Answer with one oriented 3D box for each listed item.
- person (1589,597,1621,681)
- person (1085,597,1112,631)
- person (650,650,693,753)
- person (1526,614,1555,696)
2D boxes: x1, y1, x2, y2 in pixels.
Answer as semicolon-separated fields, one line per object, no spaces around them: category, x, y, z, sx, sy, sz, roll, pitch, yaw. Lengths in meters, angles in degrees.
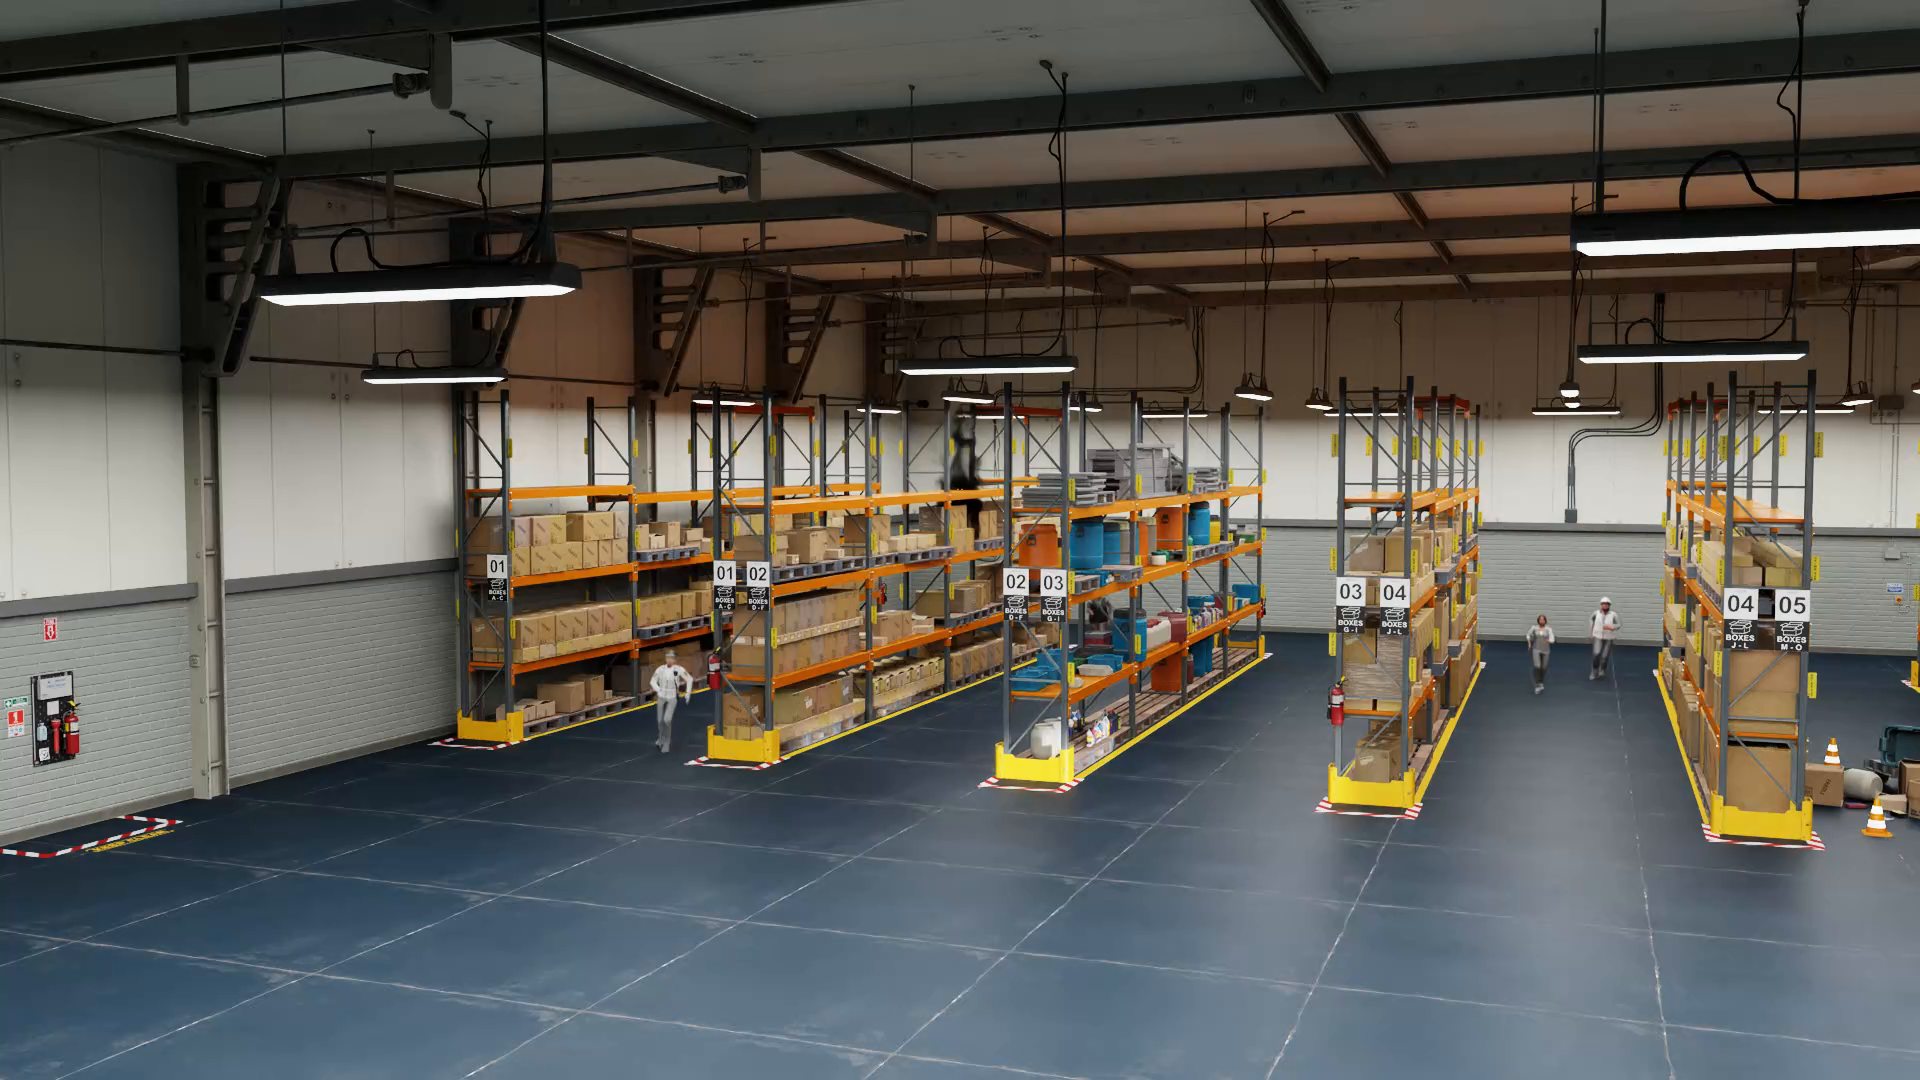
person;13.961;2.143;36.005;0.652;1.808;0.690;1;3;23
person;3.260;1.987;39.315;0.603;1.760;0.804;1;3;14
person;-4.792;2.664;27.554;0.665;1.737;0.675;0;3;7
person;11.842;2.331;33.918;0.506;1.645;0.721;1;3;10
